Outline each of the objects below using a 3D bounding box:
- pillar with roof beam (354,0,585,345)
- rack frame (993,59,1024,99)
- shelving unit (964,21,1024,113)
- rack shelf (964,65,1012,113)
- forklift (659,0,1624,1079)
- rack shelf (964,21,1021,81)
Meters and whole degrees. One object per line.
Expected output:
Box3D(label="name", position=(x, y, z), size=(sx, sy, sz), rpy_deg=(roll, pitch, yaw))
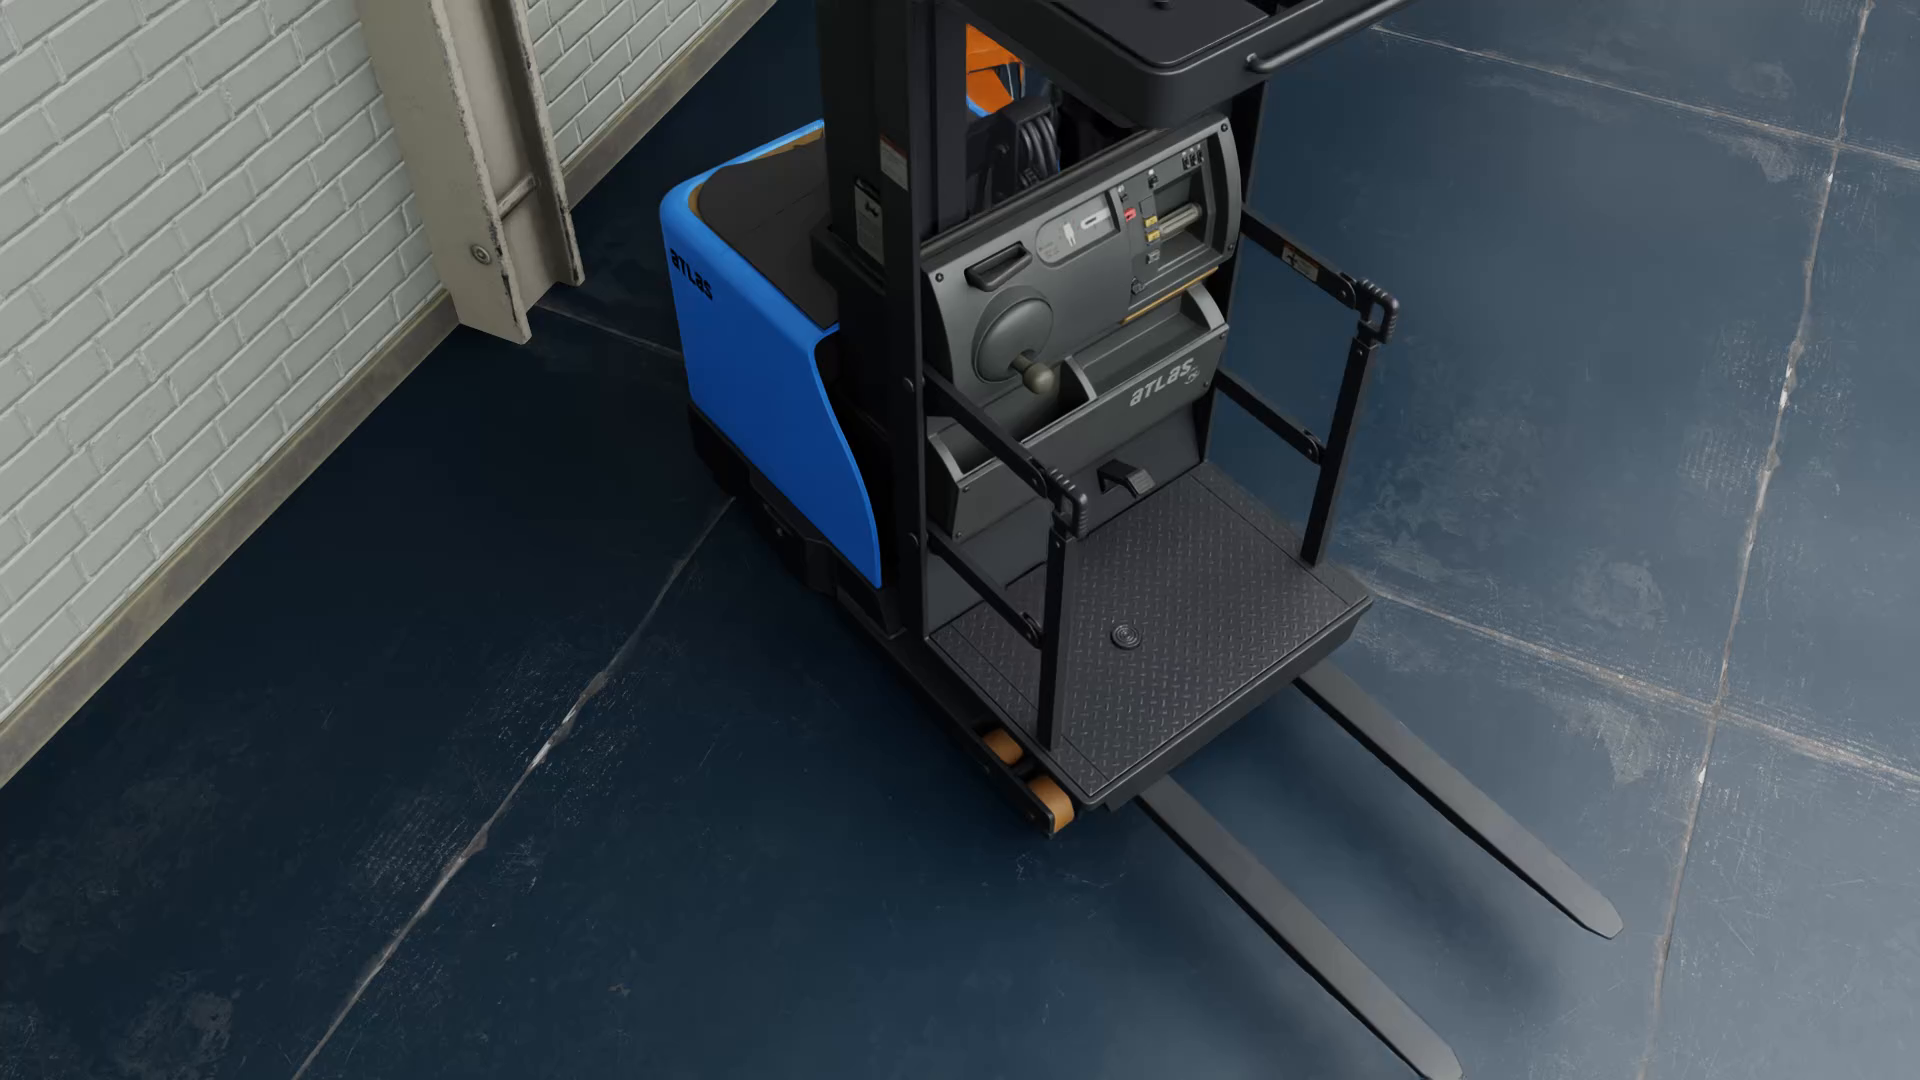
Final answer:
Box3D(label="pillar with roof beam", position=(2.307, -2.386, 1.371), size=(9.100, 9.000, 0.400), rpy_deg=(20, 52, 16))
Box3D(label="rack frame", position=(0.158, -1.337, 5.597), size=(0.015, 1.200, 0.240), rpy_deg=(-15, 50, -13))
Box3D(label="shelving unit", position=(-0.072, -1.275, 5.544), size=(0.503, 1.200, 0.258), rpy_deg=(-15, 50, -13))
Box3D(label="rack shelf", position=(-0.073, -1.378, 5.427), size=(0.480, 0.148, 0.258), rpy_deg=(-15, 50, -13))
Box3D(label="forklift", position=(0.448, -0.584, 3.822), size=(1.130, 2.935, 3.031), rpy_deg=(-32, 56, -24))
Box3D(label="rack shelf", position=(-0.074, -1.534, 5.249), size=(0.480, 0.148, 0.258), rpy_deg=(-15, 50, -13))
